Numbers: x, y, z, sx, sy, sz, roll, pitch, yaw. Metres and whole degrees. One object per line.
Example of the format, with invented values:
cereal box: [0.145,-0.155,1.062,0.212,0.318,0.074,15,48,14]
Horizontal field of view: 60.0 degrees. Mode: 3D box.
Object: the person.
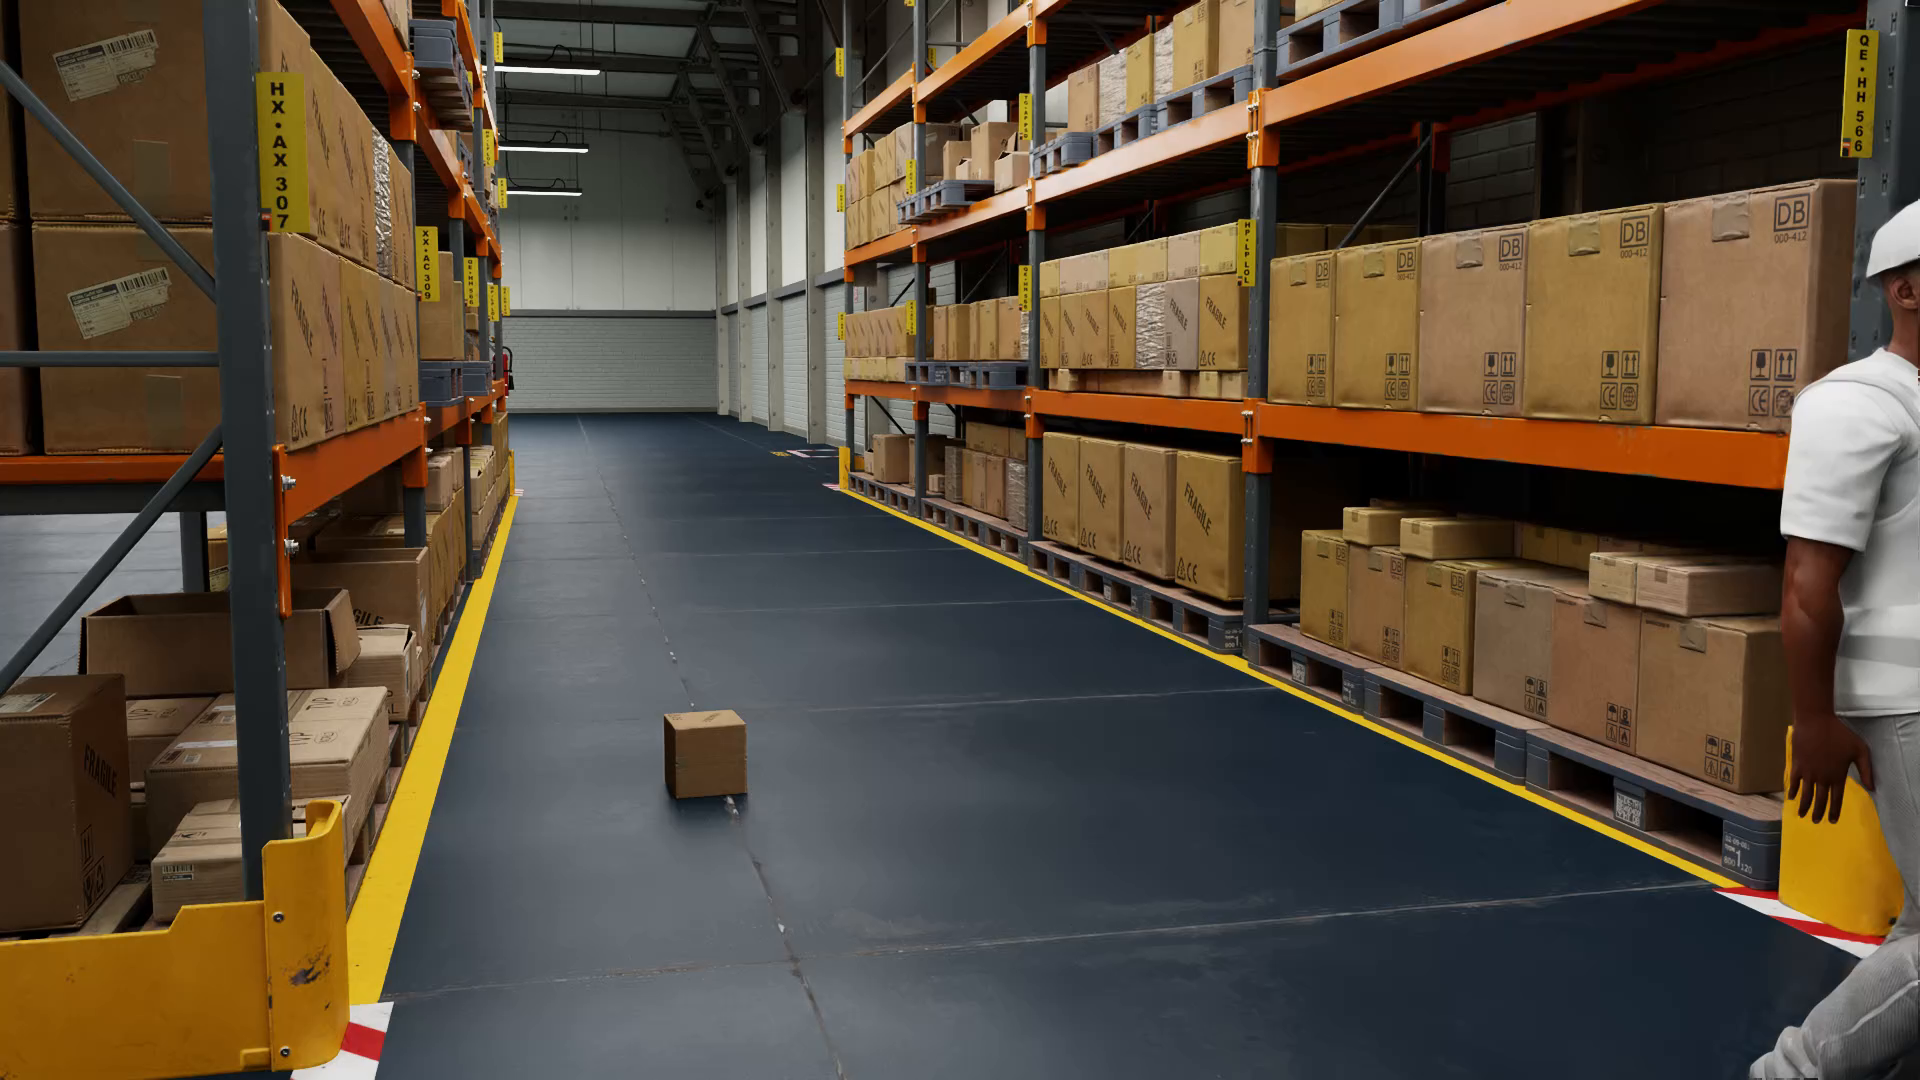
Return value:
person: [1.686,0.302,2.844,0.570,1.768,0.462,-4,7,-33]
